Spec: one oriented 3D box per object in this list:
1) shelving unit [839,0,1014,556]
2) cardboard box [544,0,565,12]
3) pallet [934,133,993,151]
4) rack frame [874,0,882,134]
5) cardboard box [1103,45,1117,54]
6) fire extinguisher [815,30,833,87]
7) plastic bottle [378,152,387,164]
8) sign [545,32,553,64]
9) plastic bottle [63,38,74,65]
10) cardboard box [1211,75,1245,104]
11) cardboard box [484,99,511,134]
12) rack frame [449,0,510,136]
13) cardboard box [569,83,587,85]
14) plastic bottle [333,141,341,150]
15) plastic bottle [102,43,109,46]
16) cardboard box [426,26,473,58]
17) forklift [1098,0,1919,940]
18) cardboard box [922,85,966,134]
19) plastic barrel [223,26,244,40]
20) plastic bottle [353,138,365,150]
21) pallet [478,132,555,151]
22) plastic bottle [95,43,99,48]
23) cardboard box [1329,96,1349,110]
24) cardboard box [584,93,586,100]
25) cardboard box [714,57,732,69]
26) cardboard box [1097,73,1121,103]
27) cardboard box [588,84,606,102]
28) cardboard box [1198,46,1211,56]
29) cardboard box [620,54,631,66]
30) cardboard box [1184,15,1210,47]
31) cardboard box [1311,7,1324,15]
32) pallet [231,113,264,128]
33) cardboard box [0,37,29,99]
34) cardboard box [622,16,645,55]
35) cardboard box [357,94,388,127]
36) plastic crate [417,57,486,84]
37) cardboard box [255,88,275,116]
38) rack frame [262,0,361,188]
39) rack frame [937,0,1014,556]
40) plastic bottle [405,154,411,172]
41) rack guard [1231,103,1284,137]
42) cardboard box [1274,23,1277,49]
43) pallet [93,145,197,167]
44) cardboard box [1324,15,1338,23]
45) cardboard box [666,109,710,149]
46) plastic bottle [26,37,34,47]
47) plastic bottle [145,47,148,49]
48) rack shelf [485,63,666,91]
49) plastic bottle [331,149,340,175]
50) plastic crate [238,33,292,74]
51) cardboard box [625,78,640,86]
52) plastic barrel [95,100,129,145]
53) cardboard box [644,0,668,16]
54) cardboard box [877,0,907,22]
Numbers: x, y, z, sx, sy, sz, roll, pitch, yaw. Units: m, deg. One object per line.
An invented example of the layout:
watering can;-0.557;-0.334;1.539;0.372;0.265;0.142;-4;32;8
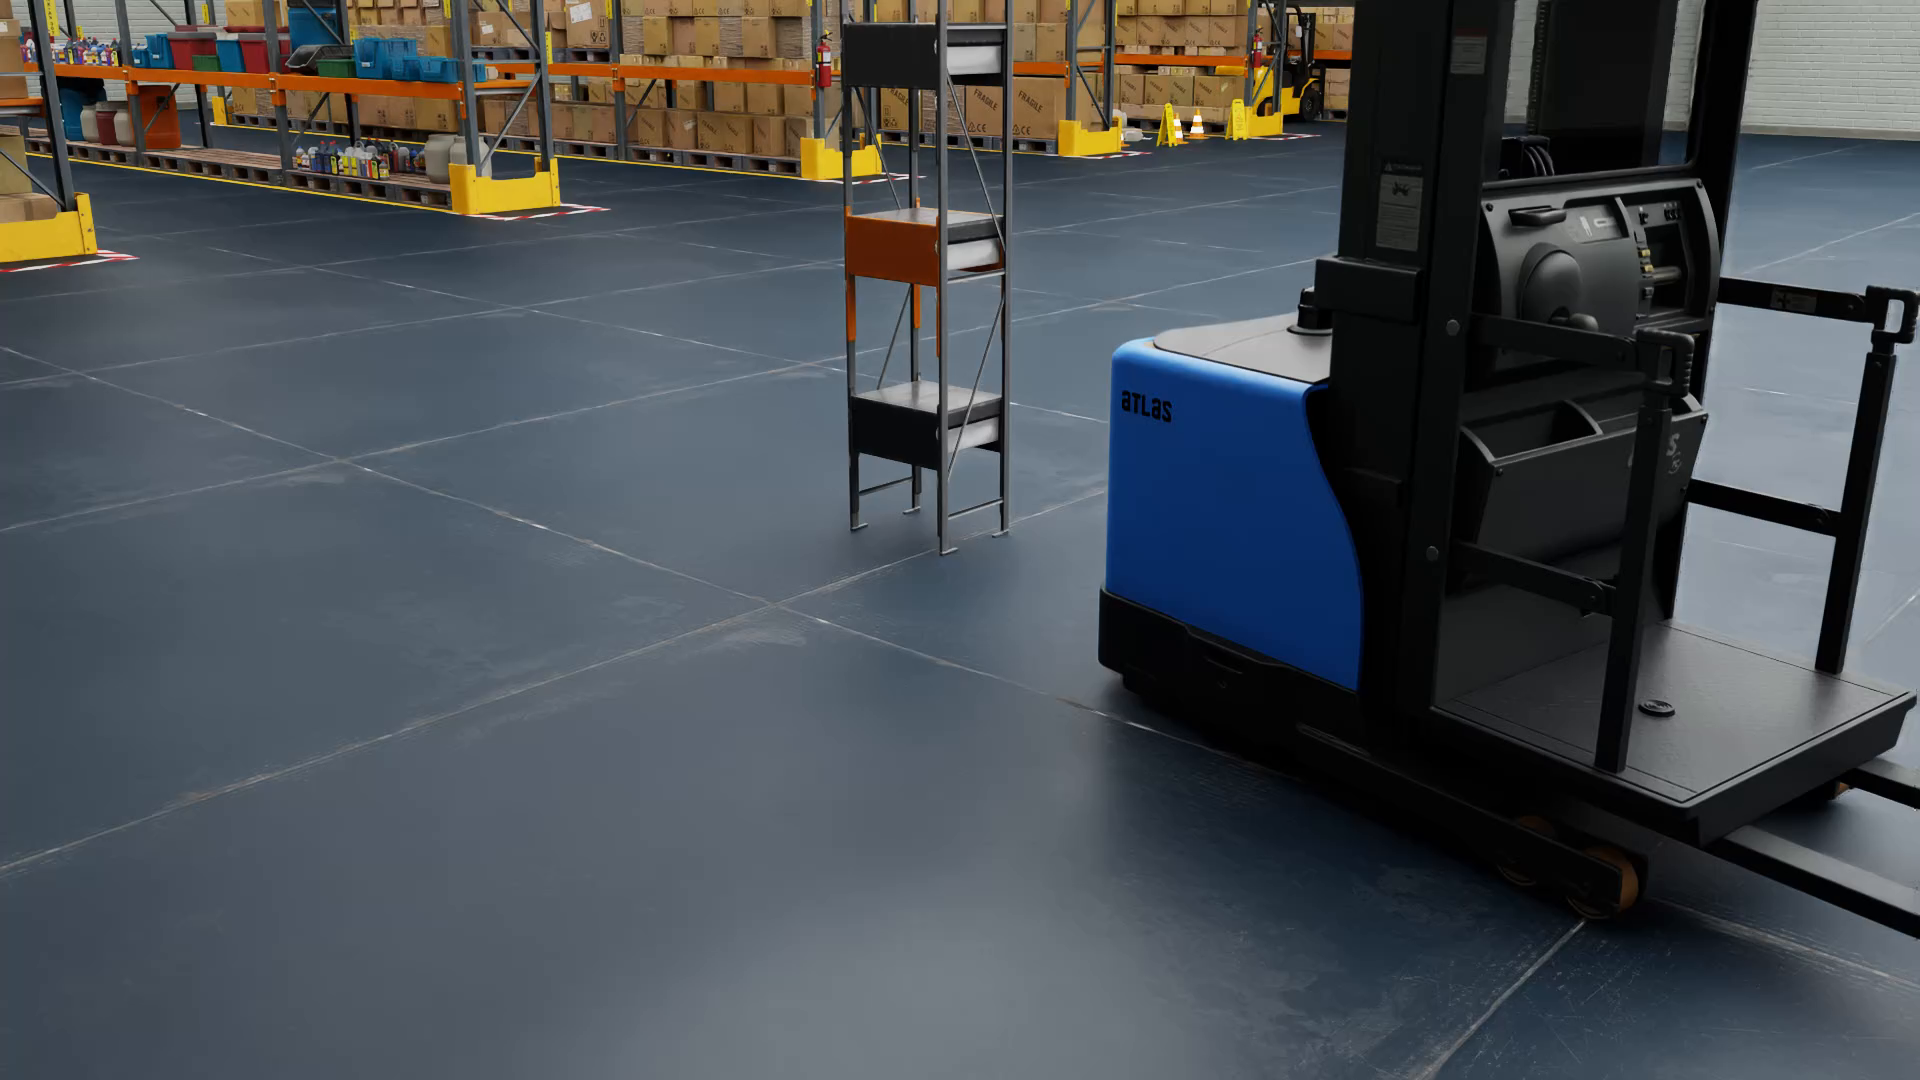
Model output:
shelving unit;-0.124;-1.034;6.399;0.503;2.100;0.431;15;23;39
cardboard box;-7.592;-10.292;31.771;0.500;0.500;0.500;14;22;37
pallet;0.356;-6.242;25.930;1.213;0.211;1.003;15;23;39
rack frame;-1.078;-7.986;26.817;0.127;3.000;1.000;15;23;39
cardboard box;2.759;-8.728;29.569;0.250;0.149;0.380;16;24;41
fire extinguisher;-1.674;-5.917;20.425;0.183;0.674;0.296;15;23;39
plastic bottle;-6.506;-4.226;18.732;0.133;0.283;0.061;15;23;39
sign;-4.373;-5.216;17.631;0.005;0.325;0.100;15;23;39
plastic bottle;-12.495;-6.863;23.359;0.185;0.351;0.144;15;23;39
cardboard box;4.686;-7.799;28.840;0.500;0.500;0.500;14;22;37
cardboard box;-6.923;-6.576;25.777;0.500;0.500;0.700;14;22;36
rack frame;-7.437;-7.687;25.875;0.127;3.000;1.000;15;23;39
cardboard box;-7.570;-8.942;32.863;0.250;0.149;0.380;15;23;39
plastic bottle;-7.309;-4.487;19.444;0.185;0.351;0.144;15;23;39
plastic bottle;-12.456;-7.103;24.240;0.135;0.276;0.152;15;23;39
cardboard box;-7.971;-7.778;25.996;0.500;0.500;0.500;16;24;41
forklift;1.715;-0.687;3.933;1.130;2.935;3.031;-13;22;-35
cardboard box;0.023;-6.851;26.059;0.875;0.875;0.875;15;23;40
plastic barrel;-9.175;-6.304;21.293;0.433;0.535;0.433;0;18;0
plastic bottle;-7.156;-4.614;19.843;0.185;0.351;0.144;15;23;39
pallet;-6.854;-6.201;25.802;1.213;0.211;1.003;15;23;39
plastic bottle;-12.525;-7.069;24.140;0.097;0.271;0.097;0;18;0
cardboard box;7.489;-8.461;32.166;0.500;0.250;0.500;15;23;39
cardboard box;-7.369;-8.751;32.754;0.250;0.149;0.380;15;23;40
cardboard box;-2.996;-6.249;21.759;0.250;0.149;0.380;15;23;39
cardboard box;2.803;-8.089;29.752;0.500;0.500;0.500;16;24;41
cardboard box;-6.685;-8.393;31.536;0.500;0.500;0.500;16;24;41
cardboard box;4.262;-8.312;28.260;0.250;0.149;0.380;15;23;38
cardboard box;-4.484;-6.653;23.032;0.250;0.149;0.380;15;23;39
cardboard box;4.164;-8.661;28.286;0.500;0.500;0.500;15;23;39
cardboard box;6.987;-10.203;32.074;0.250;0.149;0.380;16;23;40
pallet;-12.771;-7.822;30.909;1.213;0.211;1.003;15;23;39
cardboard box;-8.373;-3.985;14.044;0.500;0.500;0.700;15;23;39
cardboard box;-4.150;-6.969;22.956;0.500;0.500;0.875;15;23;39
cardboard box;-9.268;-7.375;27.709;0.875;0.875;1.225;14;22;37
plastic crate;-5.314;-4.922;17.409;0.616;0.251;0.499;15;23;39
cardboard box;-12.208;-8.188;30.271;0.875;0.875;0.875;15;23;39
rack frame;-7.733;-5.764;19.814;0.127;3.000;1.000;15;23;39
rack frame;0.059;-0.985;6.244;0.015;2.100;0.400;15;23;39
plastic bottle;-6.450;-4.421;19.482;0.097;0.201;0.097;0;18;0
rack guard;5.067;-7.147;28.305;0.348;0.500;1.175;15;23;39
cardboard box;6.363;-9.947;32.831;0.500;0.500;0.500;15;23;39
pallet;-11.342;-5.386;23.235;1.213;0.211;1.003;15;23;39
cardboard box;7.198;-10.016;31.975;0.250;0.149;0.380;14;22;38
cardboard box;-3.739;-5.690;23.021;0.500;0.500;0.500;-10;20;-28
plastic bottle;-13.638;-7.194;24.403;0.185;0.351;0.144;15;23;39
plastic bottle;-11.423;-6.848;23.422;0.133;0.283;0.061;15;23;39
rack shelf;-5.941;-6.943;24.719;4.000;0.370;1.077;15;23;39
plastic bottle;-7.168;-4.342;19.098;0.133;0.283;0.061;16;24;42
plastic crate;-8.298;-5.822;19.892;0.583;0.464;0.402;15;23;39
cardboard box;-5.905;-8.541;30.762;0.500;0.250;0.500;16;24;41
plastic barrel;-11.947;-5.939;23.658;0.708;0.588;0.600;15;23;39
cardboard box;-3.903;-7.302;22.352;0.500;0.500;0.500;15;23;39
cardboard box;-0.825;-8.490;26.373;0.550;0.550;0.875;15;23;39
